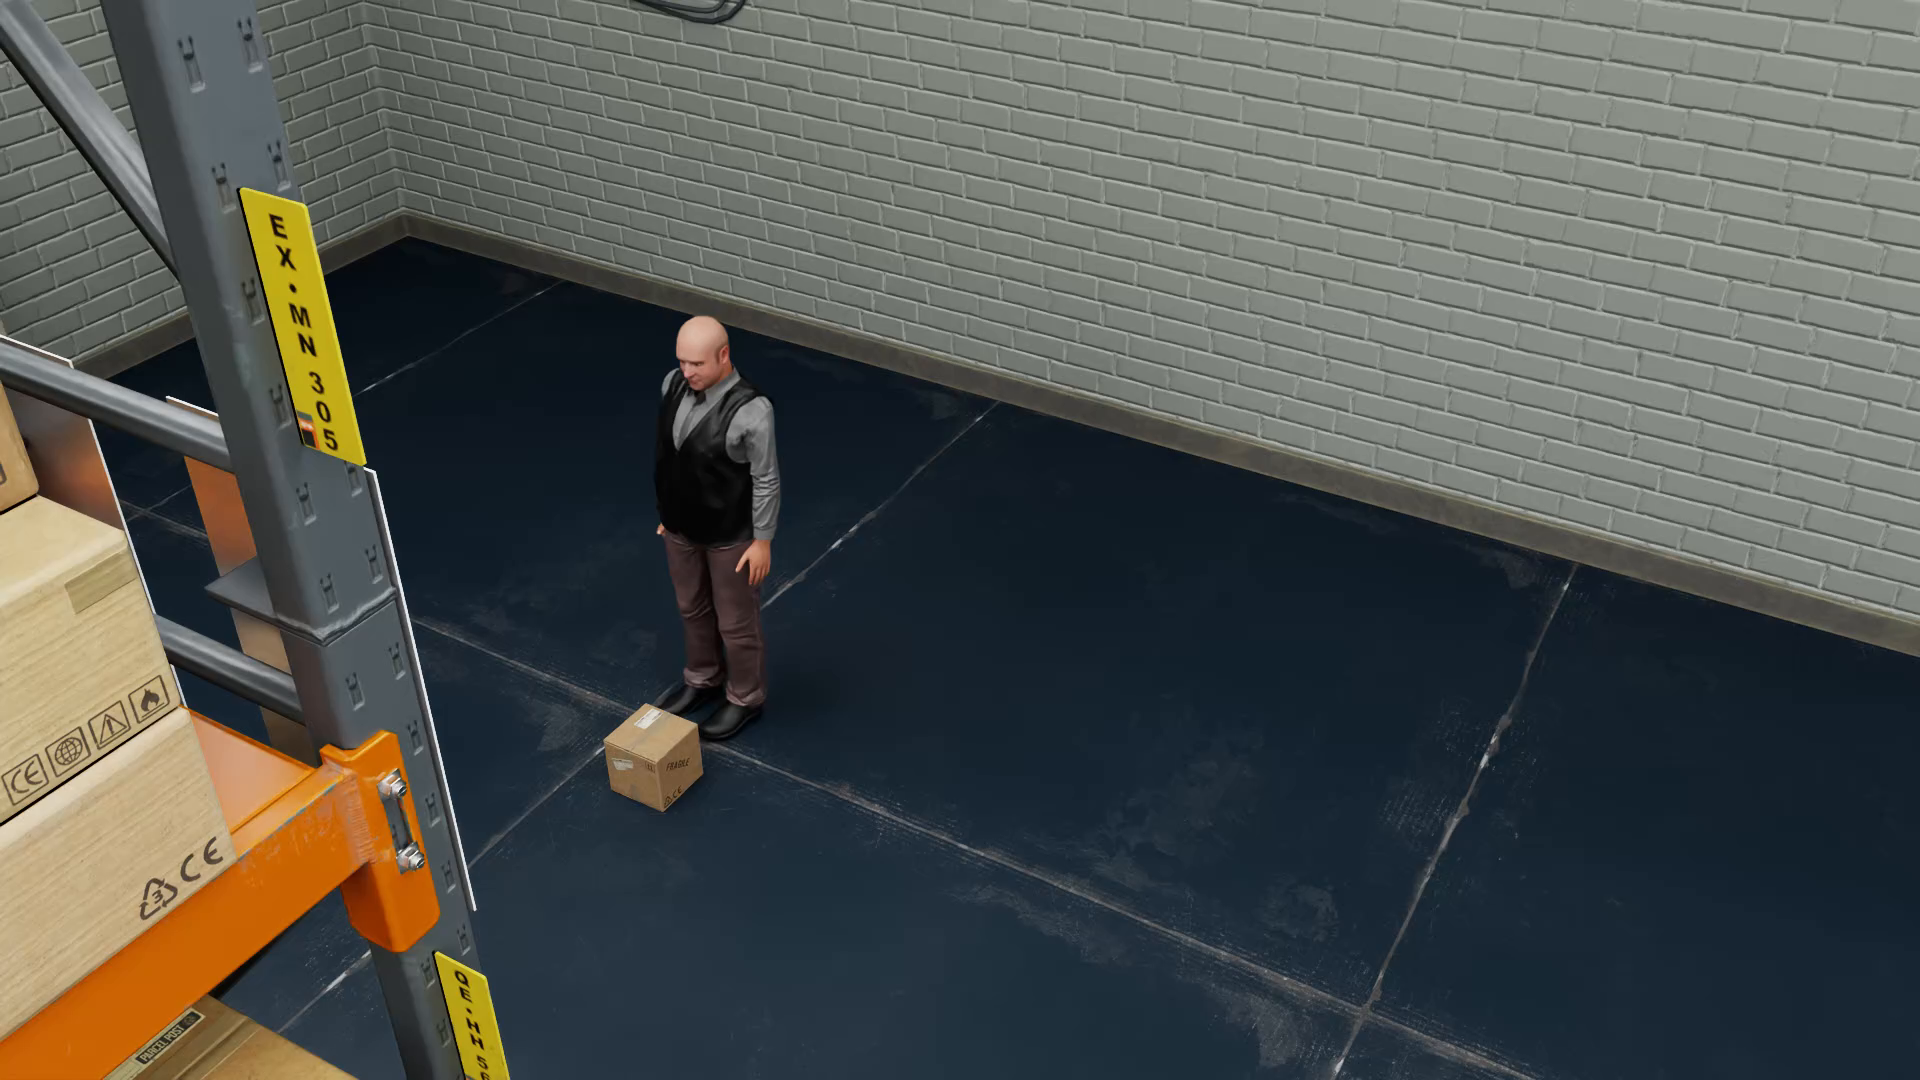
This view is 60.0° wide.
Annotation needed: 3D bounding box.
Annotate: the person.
[{"bbox_3d":[-0.923,0.023,6.217,0.548,1.634,0.413,23,40,31],"label":"person"}]
